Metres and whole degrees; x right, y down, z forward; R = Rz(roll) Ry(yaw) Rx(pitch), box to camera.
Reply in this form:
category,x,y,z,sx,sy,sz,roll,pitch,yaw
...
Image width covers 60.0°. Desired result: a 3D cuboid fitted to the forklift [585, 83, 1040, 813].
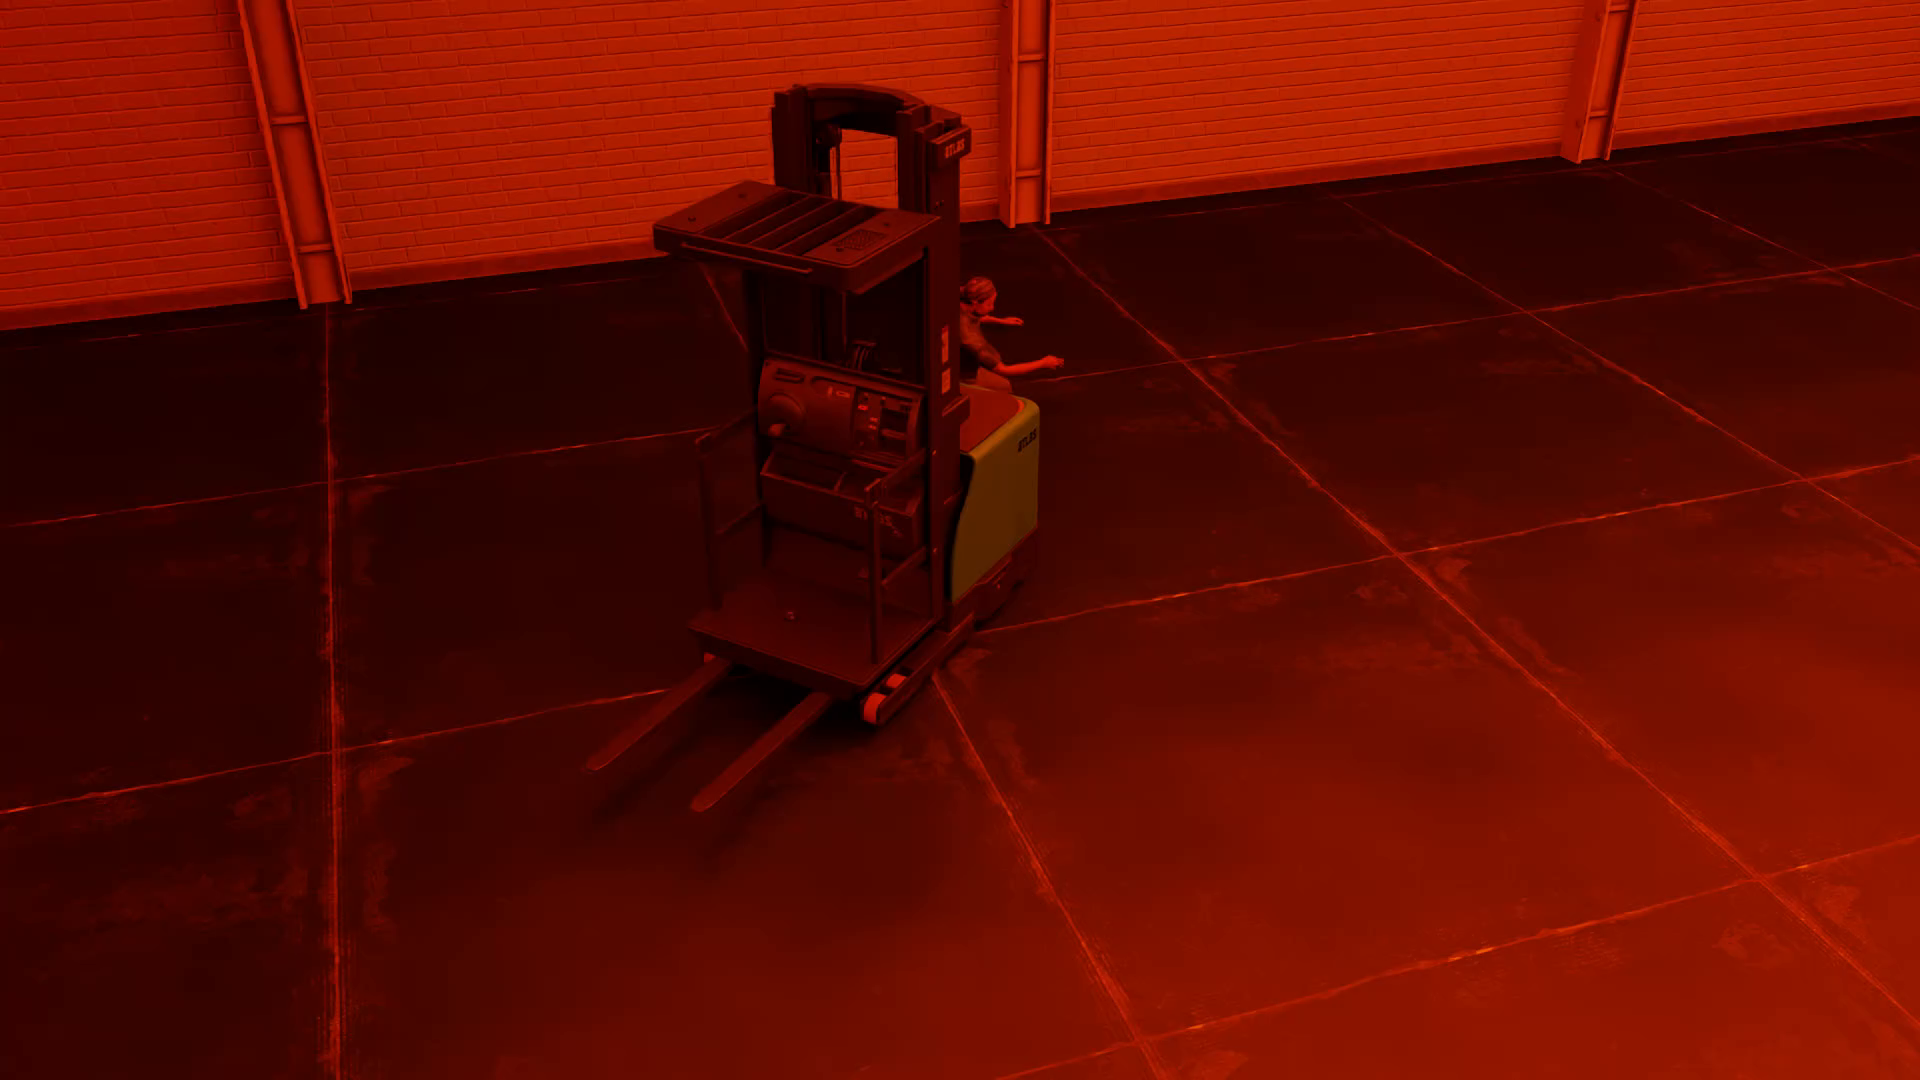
category,x,y,z,sx,sy,sz,roll,pitch,yaw
forklift,-0.708,-0.593,8.117,1.130,2.935,3.031,16,34,25

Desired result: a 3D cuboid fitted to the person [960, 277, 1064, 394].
category,x,y,z,sx,sy,sz,roll,pitch,yaw
person,0.250,-0.977,10.288,0.716,1.427,0.873,-4,30,-8
